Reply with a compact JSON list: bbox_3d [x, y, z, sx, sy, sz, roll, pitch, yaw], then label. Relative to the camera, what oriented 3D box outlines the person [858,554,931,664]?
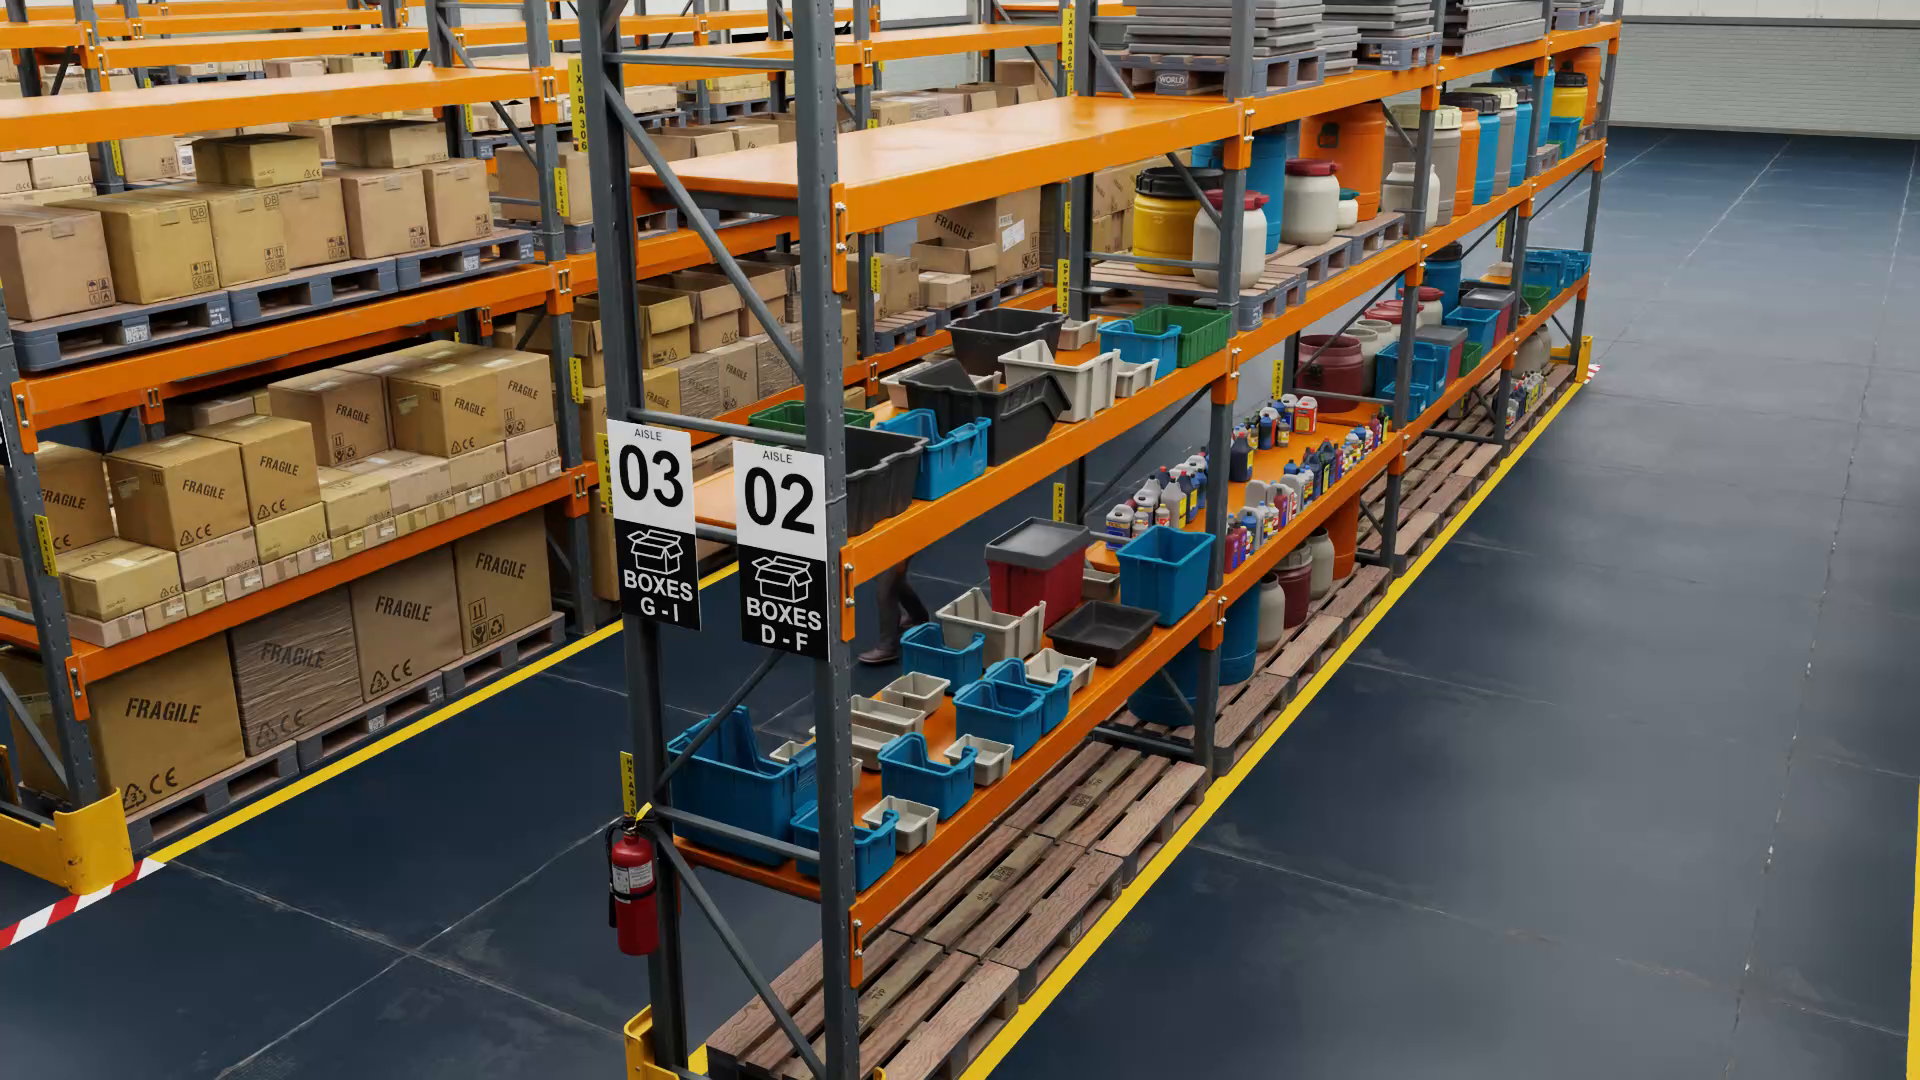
[{"bbox_3d":[-0.484,0.002,12.044,0.681,1.636,0.639,-6,20,-16],"label":"person"}]
